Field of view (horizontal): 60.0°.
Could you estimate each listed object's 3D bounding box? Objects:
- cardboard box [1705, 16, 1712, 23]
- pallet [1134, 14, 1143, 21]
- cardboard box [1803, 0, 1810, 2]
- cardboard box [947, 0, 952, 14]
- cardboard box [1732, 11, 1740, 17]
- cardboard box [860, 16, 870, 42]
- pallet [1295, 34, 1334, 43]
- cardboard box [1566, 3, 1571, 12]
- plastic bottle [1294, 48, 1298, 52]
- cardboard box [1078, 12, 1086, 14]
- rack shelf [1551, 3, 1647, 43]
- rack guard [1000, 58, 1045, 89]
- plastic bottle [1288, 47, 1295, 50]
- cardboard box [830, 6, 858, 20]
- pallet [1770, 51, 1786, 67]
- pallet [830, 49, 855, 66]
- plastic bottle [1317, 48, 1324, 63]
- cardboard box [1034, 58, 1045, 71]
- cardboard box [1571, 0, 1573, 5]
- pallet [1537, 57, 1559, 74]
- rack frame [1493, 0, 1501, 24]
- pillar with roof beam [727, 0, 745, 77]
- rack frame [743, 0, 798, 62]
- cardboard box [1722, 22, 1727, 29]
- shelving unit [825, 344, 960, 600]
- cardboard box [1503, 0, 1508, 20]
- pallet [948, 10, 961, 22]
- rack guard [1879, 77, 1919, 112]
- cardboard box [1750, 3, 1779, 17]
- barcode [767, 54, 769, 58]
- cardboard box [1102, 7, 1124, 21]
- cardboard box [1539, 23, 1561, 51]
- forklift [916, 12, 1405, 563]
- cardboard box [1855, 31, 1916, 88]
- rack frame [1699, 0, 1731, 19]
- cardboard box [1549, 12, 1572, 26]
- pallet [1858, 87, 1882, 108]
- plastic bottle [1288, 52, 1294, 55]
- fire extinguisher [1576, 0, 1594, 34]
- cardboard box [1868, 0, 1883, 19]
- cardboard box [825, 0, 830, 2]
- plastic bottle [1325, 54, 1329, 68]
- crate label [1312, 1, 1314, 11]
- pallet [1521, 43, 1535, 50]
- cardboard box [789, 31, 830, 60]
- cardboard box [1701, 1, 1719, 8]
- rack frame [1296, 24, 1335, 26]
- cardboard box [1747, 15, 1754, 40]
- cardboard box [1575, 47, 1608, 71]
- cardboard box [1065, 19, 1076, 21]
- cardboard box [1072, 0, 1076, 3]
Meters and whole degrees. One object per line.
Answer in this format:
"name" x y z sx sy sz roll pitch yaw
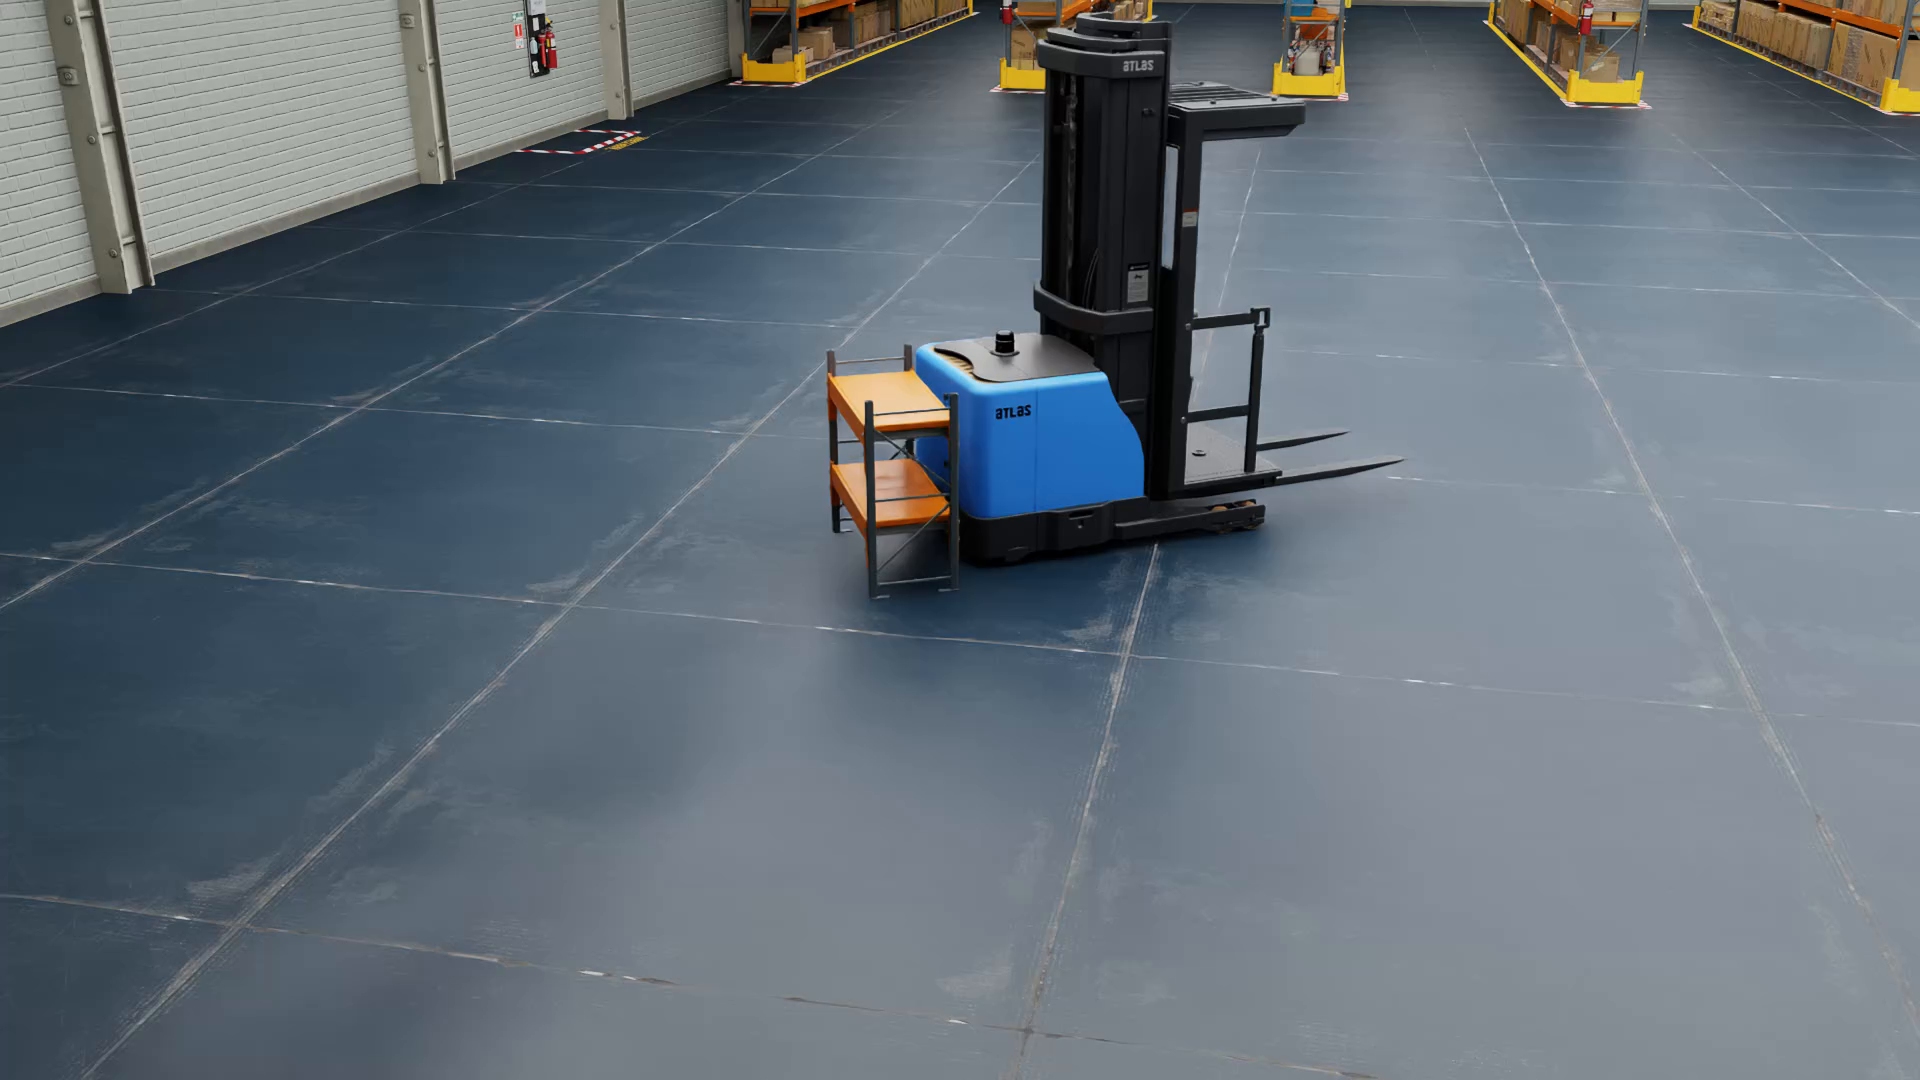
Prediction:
"cardboard box" 18.528 -12.772 40.805 0.380 0.149 0.250 5 22 12
"pallet" 4.164 -13.459 42.989 1.003 0.211 1.213 4 22 11
"cardboard box" 16.828 -10.770 32.445 0.500 0.500 0.500 4 22 10
"cardboard box" -0.608 -14.102 43.637 0.700 0.500 0.500 5 22 12
"cardboard box" 18.126 -12.181 38.540 0.380 0.149 0.250 5 22 12
"cardboard box" -2.373 -11.196 36.394 0.700 0.500 0.500 5 22 12
"pallet" 7.928 -11.210 37.405 1.003 0.211 1.213 4 22 11
"cardboard box" 11.210 -9.650 30.135 0.380 0.149 0.250 4 22 11
"plastic bottle" 6.510 -9.362 32.147 0.097 0.271 0.097 0 22 0
"cardboard box" 2.566 -11.601 37.012 0.500 0.311 0.500 5 23 13
"rack shelf" 11.433 -9.306 29.909 1.077 0.370 4.000 4 22 11
"rack guard" 1.323 -8.497 30.282 1.175 0.500 0.348 4 22 11
"plastic bottle" 6.459 -9.486 32.450 0.152 0.276 0.135 5 23 13
"cardboard box" -2.486 -11.329 35.720 0.500 0.250 0.500 4 22 10
"pallet" 17.257 -9.843 34.012 1.003 0.211 1.213 4 22 11
"pallet" -2.809 -9.963 34.308 1.003 0.211 1.213 4 22 11
"plastic bottle" 6.954 -9.364 32.146 0.152 0.276 0.135 4 22 11
"cardboard box" 1.655 -8.764 30.717 0.500 0.250 0.500 4 22 11
"cardboard box" 11.293 -9.664 29.301 0.875 0.500 0.500 4 22 11
"pallet" 11.998 -9.363 32.819 1.003 0.211 1.213 4 22 11
"rack frame" 14.290 -14.760 42.488 1.000 3.000 0.127 4 22 11
"pillar with roof beam" -0.012 -12.818 29.635 9.100 9.000 0.400 4 22 11
"rack frame" -3.523 -10.041 30.771 1.000 3.000 0.127 4 22 11
"cardboard box" 18.180 -12.114 39.172 0.380 0.149 0.250 4 22 9
"shelving unit" -0.388 -0.407 9.359 0.538 1.125 1.048 -6 23 -14
"cardboard box" 14.052 -13.396 41.383 0.875 0.875 0.875 4 22 11
"pallet" -0.596 -13.856 43.976 1.003 0.211 1.213 4 22 11
"rack guard" 15.855 -7.325 27.373 1.175 0.500 0.348 4 22 11
"cardboard box" 17.684 -11.634 36.506 0.500 0.250 0.500 5 23 13
"barcode" -3.681 -9.286 31.893 0.001 0.075 0.075 4 22 11
"cardboard box" 3.541 -12.155 38.776 0.500 0.500 0.500 4 22 10
"cardboard box" 12.439 -10.429 34.489 0.700 0.500 0.500 3 22 6
"forklift" 1.291 -1.567 9.821 3.031 2.935 1.130 -9 23 -20
"cardboard box" 16.111 -8.278 28.674 0.875 0.875 0.875 4 22 10
"rack frame" 19.124 -14.345 41.457 1.000 3.000 0.127 4 22 11
"cardboard box" 12.451 -10.785 34.370 0.500 0.250 0.500 7 23 17
"pallet" 15.946 -7.498 28.190 1.003 0.211 1.213 4 22 11
"plastic bottle" 6.228 -9.073 31.423 0.152 0.276 0.135 4 22 9
"fire extinguisher" 10.550 -8.866 27.956 0.296 0.674 0.183 4 22 11
"cardboard box" 16.287 -9.297 28.723 0.875 0.550 0.500 4 22 11
"cardboard box" -2.805 -10.697 32.573 0.500 0.250 0.500 5 22 11
"plastic bottle" 6.921 -8.989 31.222 0.097 0.271 0.097 0 22 0
"crate label" 6.287 -9.996 30.612 0.502 0.435 0.616 4 22 11
"pallet" 12.892 -10.824 36.446 1.003 0.211 1.213 4 22 11
"cardboard box" -2.978 -9.805 32.941 0.700 0.500 0.500 3 22 8
"cardboard box" 18.685 -13.328 41.389 0.380 0.149 0.250 3 22 8
"rack frame" 8.625 -13.675 39.793 1.000 3.000 0.127 4 22 11
"cardboard box" 17.698 -11.281 36.633 0.500 0.500 0.500 5 22 12
"cardboard box" 11.403 -8.620 30.025 0.500 0.500 0.500 7 23 16
"cardboard box" 2.150 -10.027 32.850 0.500 0.500 0.500 4 22 11
"cardboard box" 1.852 -10.635 32.111 0.700 0.500 0.500 5 22 12
